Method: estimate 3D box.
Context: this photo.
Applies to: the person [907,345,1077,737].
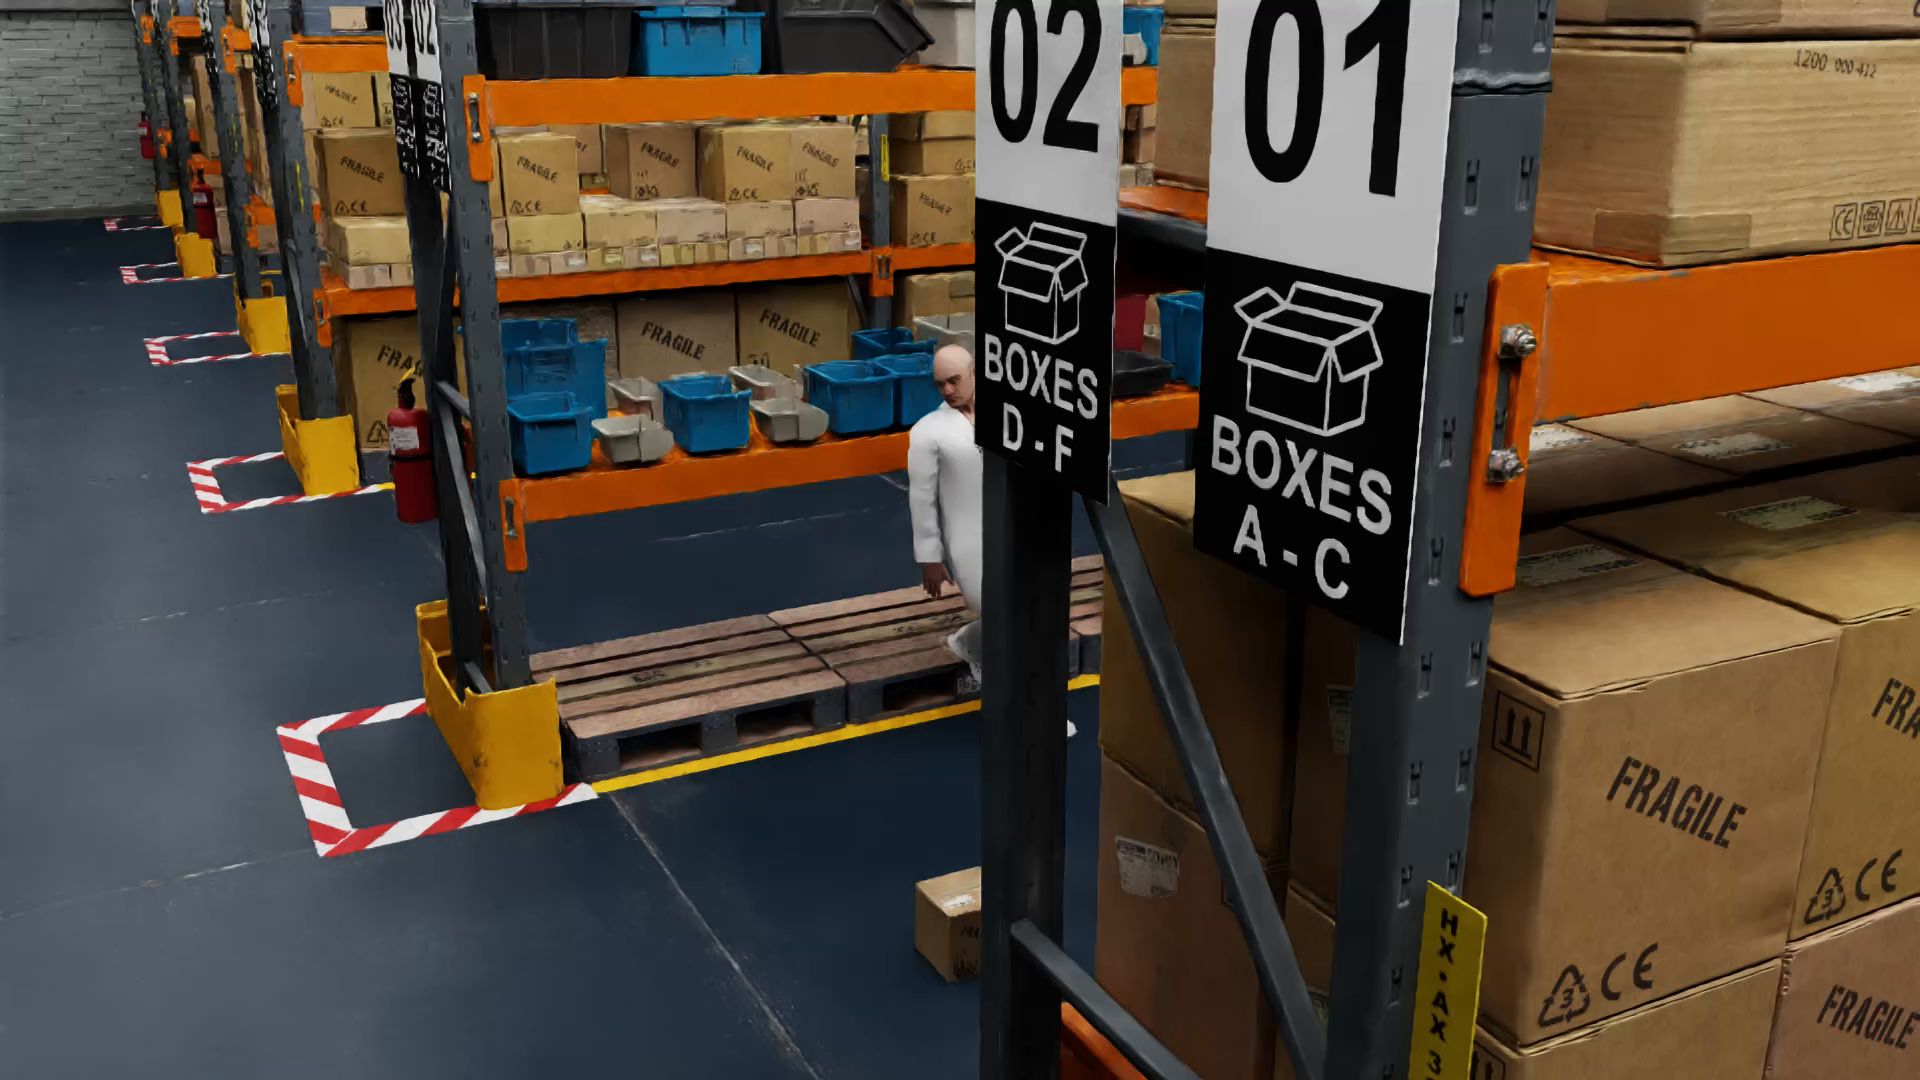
[{"bbox_3d":[0.125,0.037,7.082,0.626,1.707,0.726,-17,25,-42],"label":"person"}]
